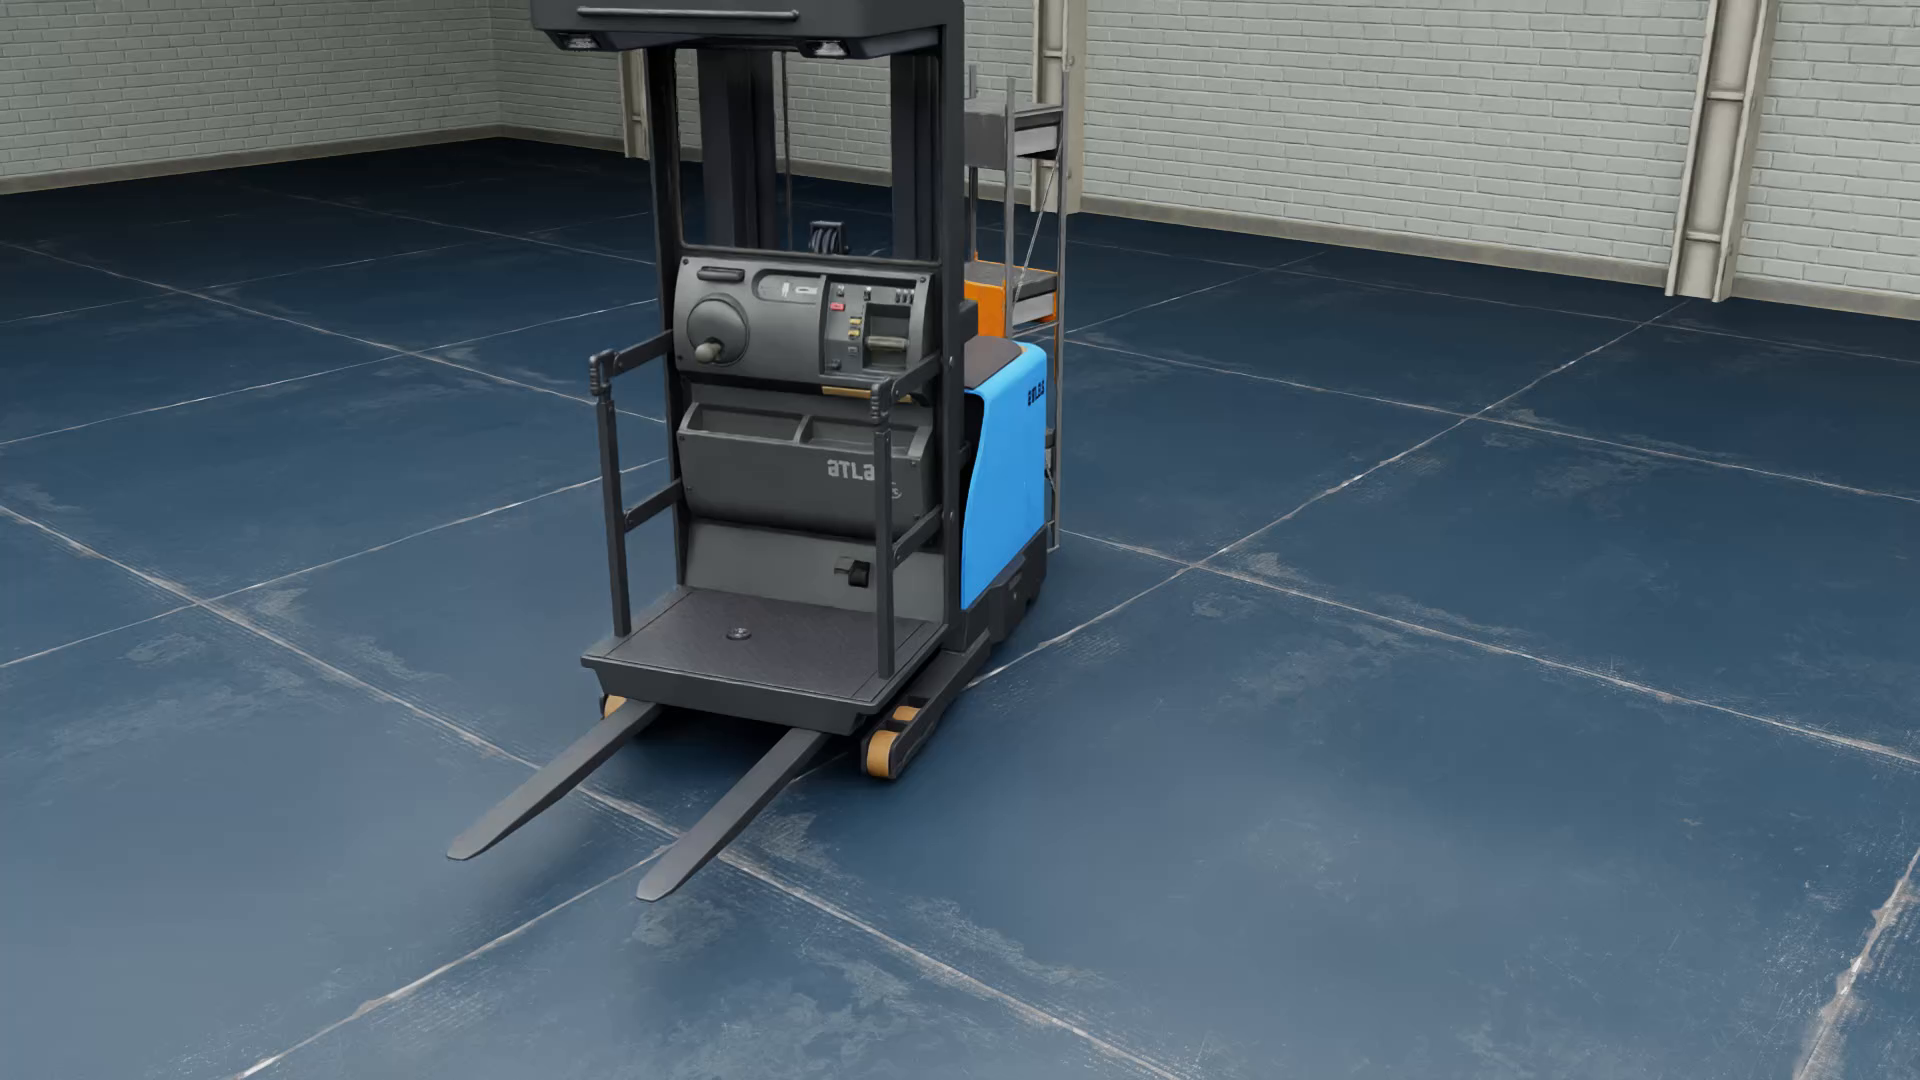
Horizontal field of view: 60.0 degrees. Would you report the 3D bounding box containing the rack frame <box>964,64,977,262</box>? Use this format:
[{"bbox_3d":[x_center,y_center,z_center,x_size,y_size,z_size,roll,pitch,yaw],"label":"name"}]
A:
[{"bbox_3d":[-0.061,-1.000,7.344,0.015,2.100,0.400,16,26,36],"label":"rack frame"}]

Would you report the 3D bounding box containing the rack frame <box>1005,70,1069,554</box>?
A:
[{"bbox_3d":[0.317,-0.891,7.055,0.015,2.100,0.400,16,26,36],"label":"rack frame"}]

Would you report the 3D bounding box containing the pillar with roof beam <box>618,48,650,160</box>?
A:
[{"bbox_3d":[-6.441,-7.560,14.963,0.400,9.000,9.100,16,26,36],"label":"pillar with roof beam"}]

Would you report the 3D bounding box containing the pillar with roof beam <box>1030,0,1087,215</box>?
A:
[{"bbox_3d":[-1.792,-6.222,11.414,0.400,9.000,9.100,16,26,36],"label":"pillar with roof beam"}]

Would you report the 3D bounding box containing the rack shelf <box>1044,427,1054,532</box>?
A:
[{"bbox_3d":[0.128,-0.278,7.452,0.480,0.518,0.431,16,26,36],"label":"rack shelf"}]

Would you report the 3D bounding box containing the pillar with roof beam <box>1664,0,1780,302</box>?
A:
[{"bbox_3d":[2.856,-4.883,7.864,0.400,9.000,9.100,16,26,36],"label":"pillar with roof beam"}]

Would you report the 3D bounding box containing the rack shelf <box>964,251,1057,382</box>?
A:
[{"bbox_3d":[0.128,-0.933,7.205,0.480,0.518,0.431,16,26,36],"label":"rack shelf"}]

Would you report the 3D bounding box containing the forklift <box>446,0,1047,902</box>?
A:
[{"bbox_3d":[-0.616,-0.735,5.464,1.130,2.935,3.031,7,22,19],"label":"forklift"}]

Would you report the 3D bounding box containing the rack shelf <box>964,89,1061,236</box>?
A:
[{"bbox_3d":[0.128,-1.588,6.958,0.480,0.518,0.431,16,26,36],"label":"rack shelf"}]

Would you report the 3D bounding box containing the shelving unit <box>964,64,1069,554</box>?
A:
[{"bbox_3d":[0.128,-0.946,7.200,0.503,2.100,0.431,16,26,36],"label":"shelving unit"}]
